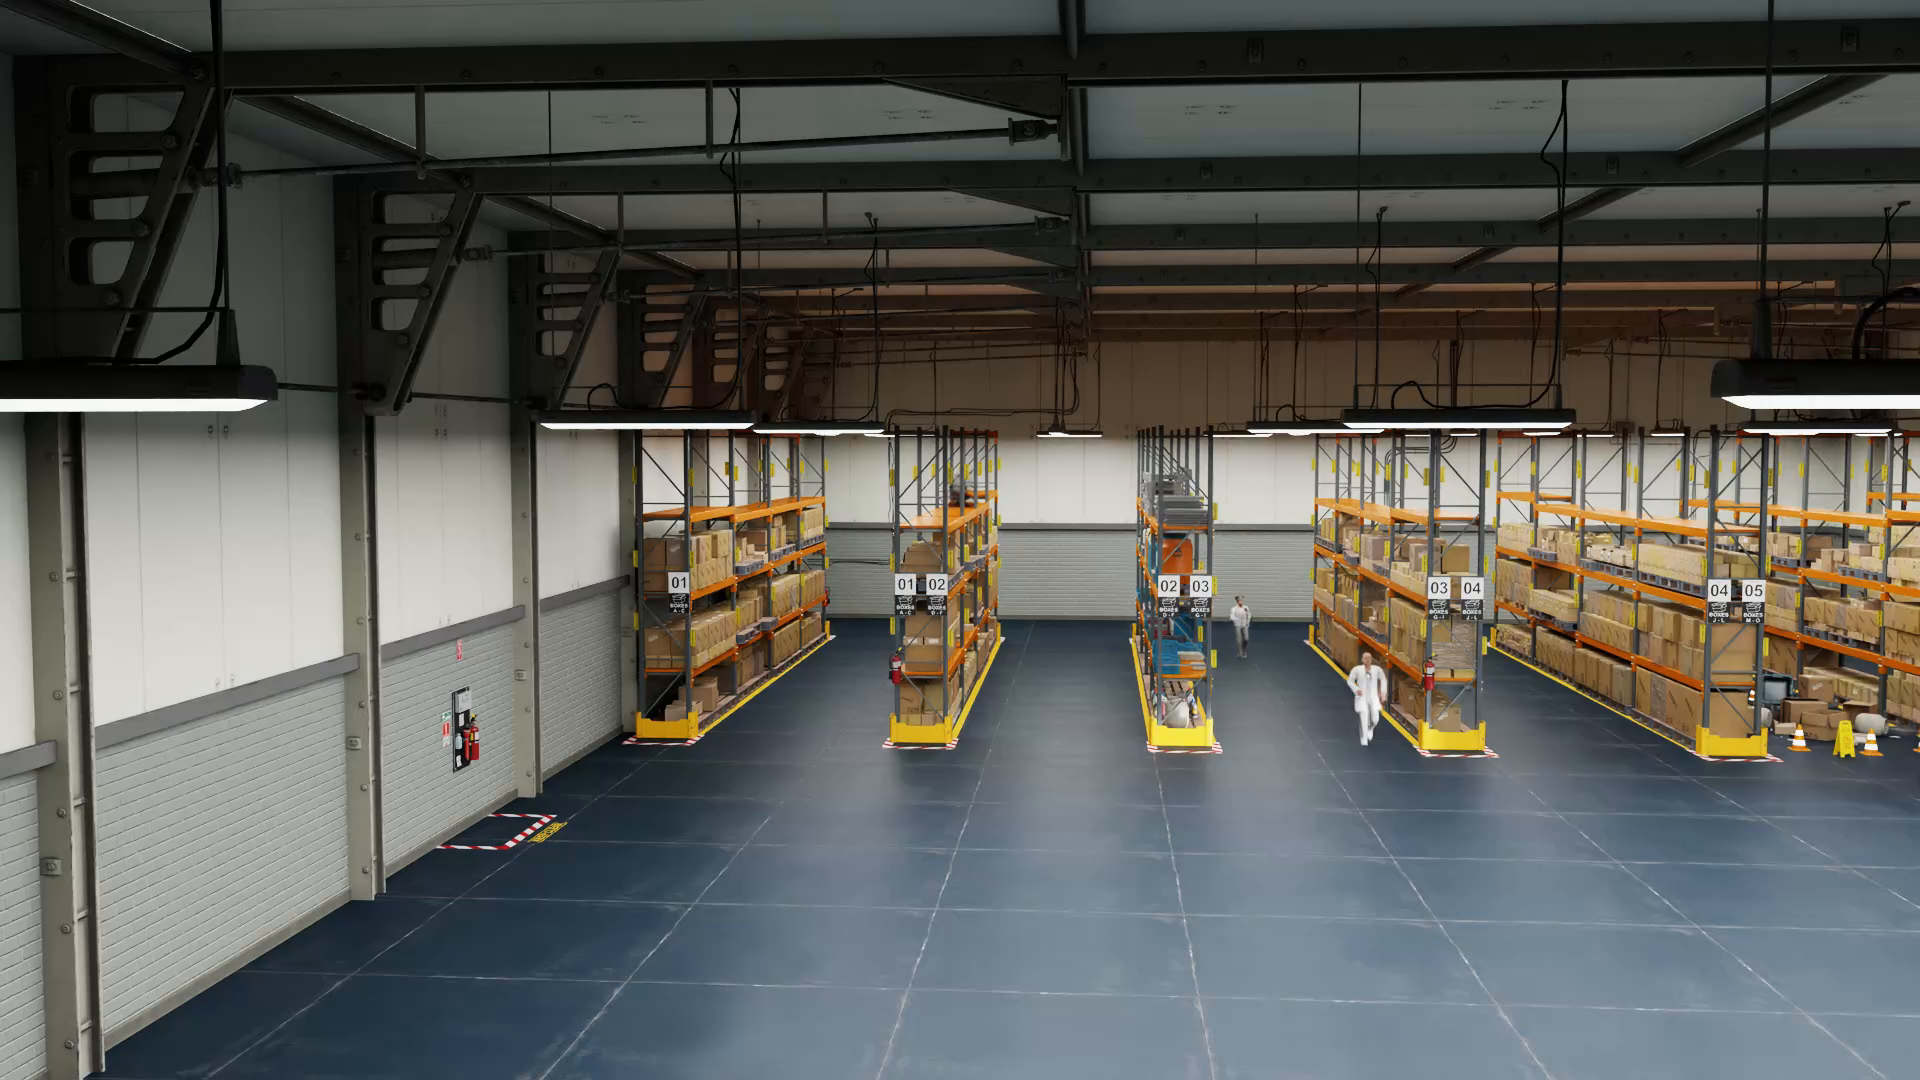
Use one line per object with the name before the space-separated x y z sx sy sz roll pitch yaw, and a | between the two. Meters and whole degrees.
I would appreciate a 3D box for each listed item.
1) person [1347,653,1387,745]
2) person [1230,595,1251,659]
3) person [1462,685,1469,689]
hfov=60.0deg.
person | 7.644 2.975 31.203 0.760 1.732 0.657 0 3 0
person | 7.349 2.277 43.442 0.588 1.681 0.653 0 3 -2
person | 11.632 2.583 38.399 0.671 1.685 0.611 0 3 -2
